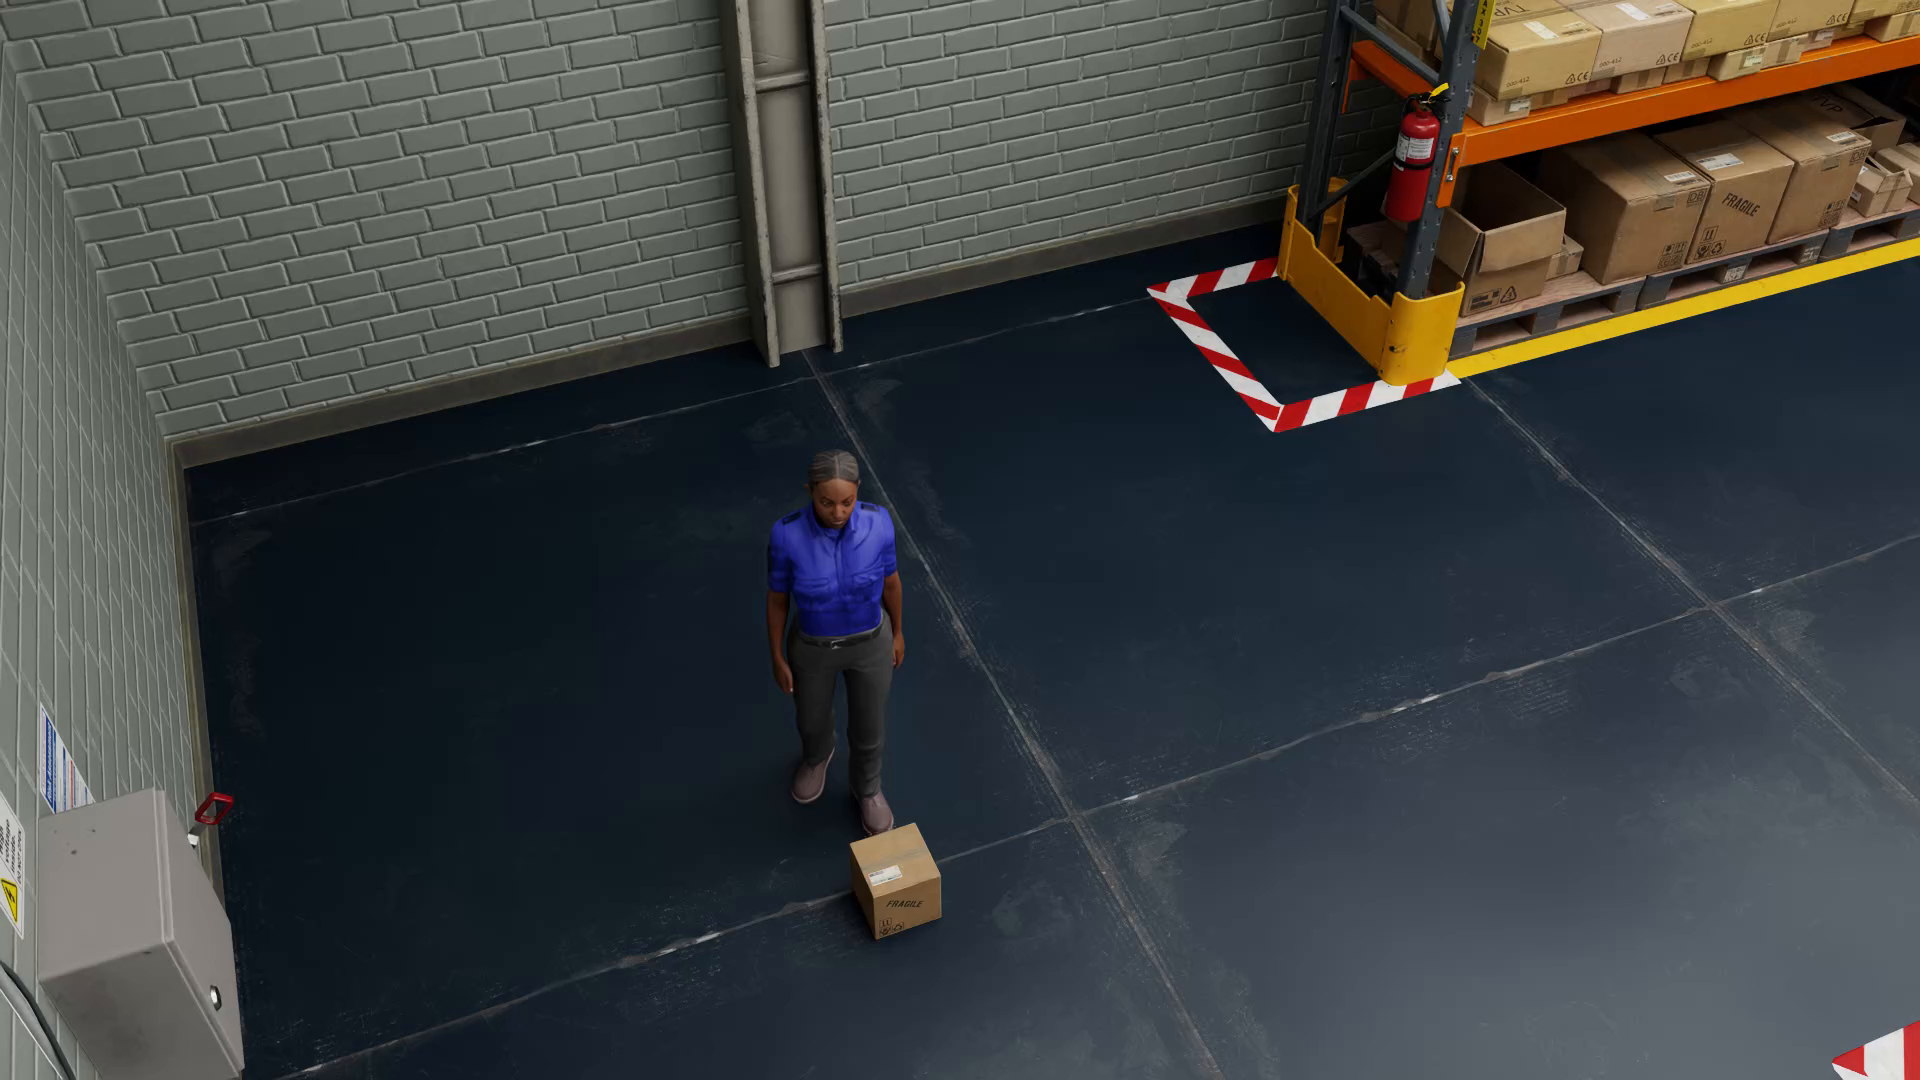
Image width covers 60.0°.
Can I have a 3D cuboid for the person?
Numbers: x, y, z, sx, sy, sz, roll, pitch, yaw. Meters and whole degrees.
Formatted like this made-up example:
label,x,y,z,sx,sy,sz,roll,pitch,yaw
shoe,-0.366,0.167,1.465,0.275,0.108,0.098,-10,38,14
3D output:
label,x,y,z,sx,sy,sz,roll,pitch,yaw
person,-0.424,0.353,5.762,0.475,1.666,0.489,-7,42,-8
